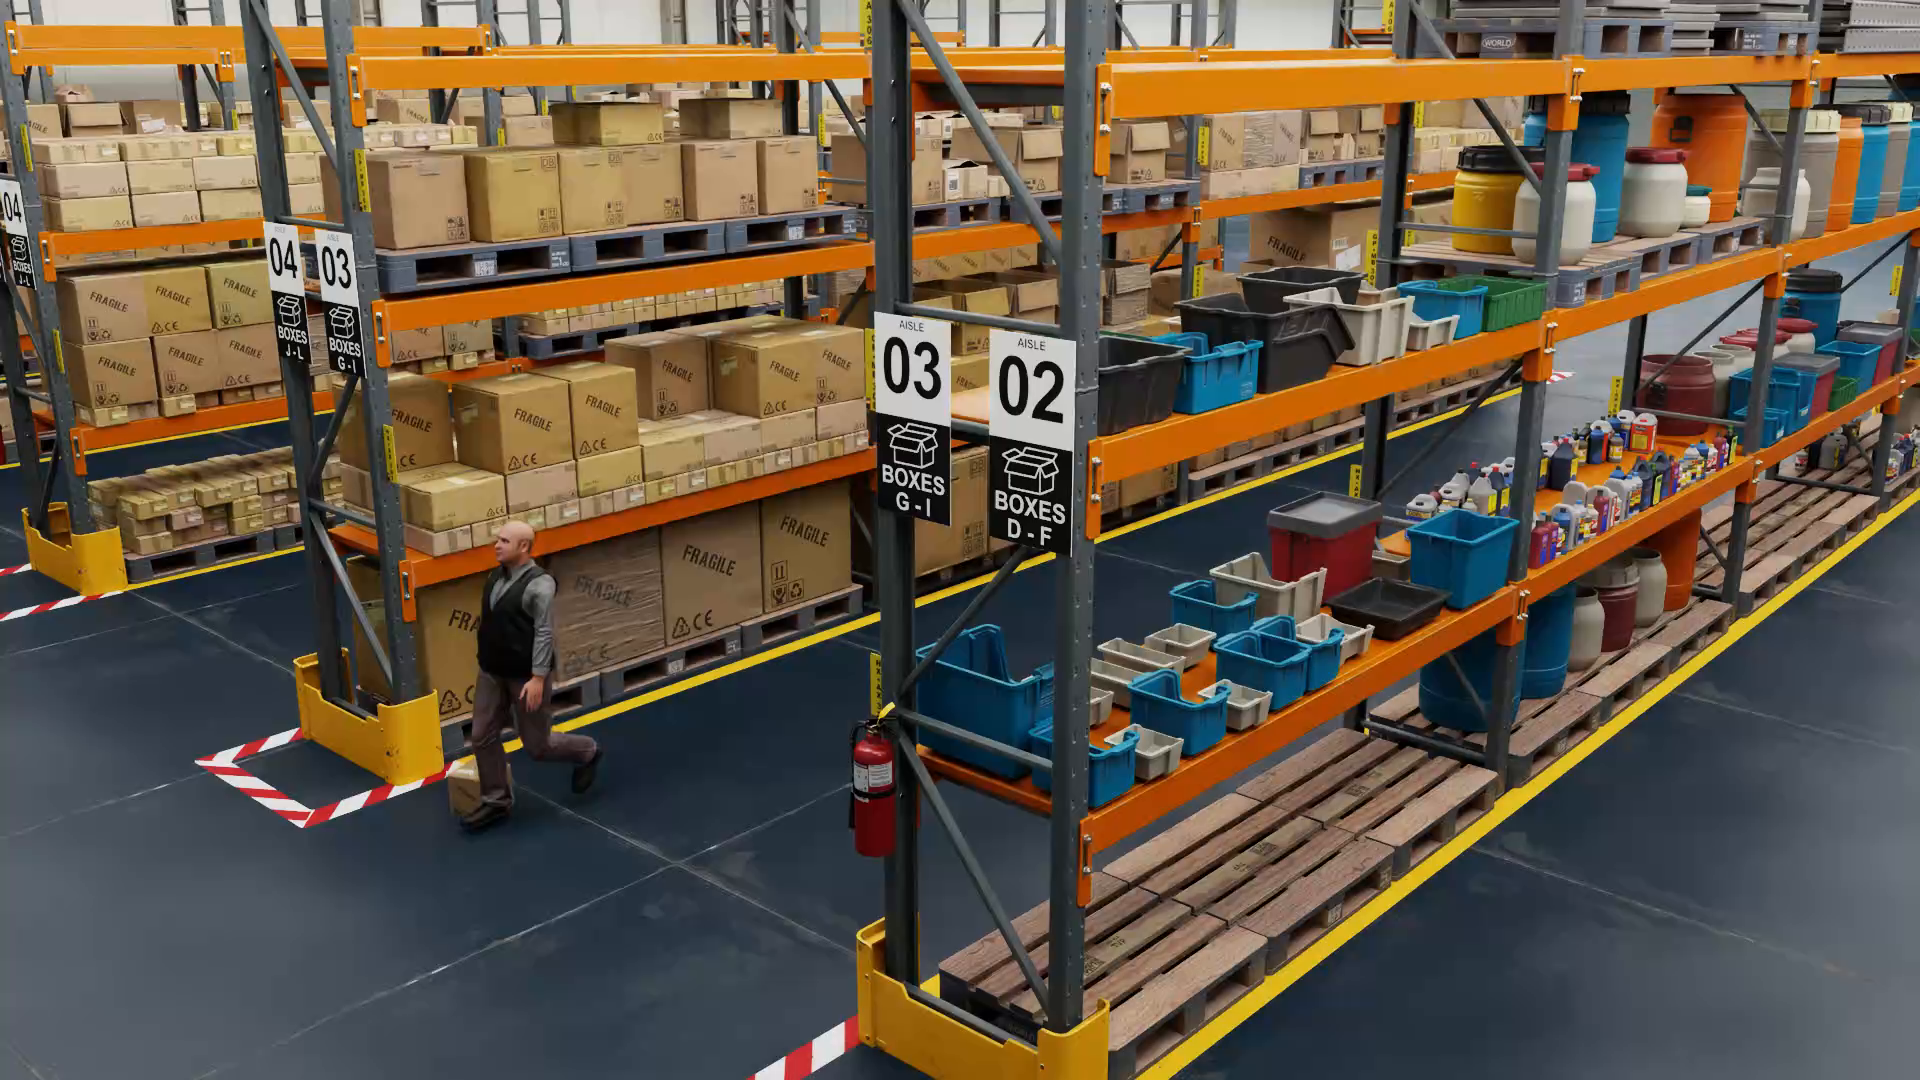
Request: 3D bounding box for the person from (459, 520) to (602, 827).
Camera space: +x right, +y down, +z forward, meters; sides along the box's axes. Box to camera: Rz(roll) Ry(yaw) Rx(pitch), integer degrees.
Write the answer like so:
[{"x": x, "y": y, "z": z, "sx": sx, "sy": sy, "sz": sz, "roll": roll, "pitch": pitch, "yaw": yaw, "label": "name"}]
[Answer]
[{"x": -2.417, "y": 0.719, "z": 9.180, "sx": 0.541, "sy": 1.689, "sz": 0.831, "roll": 11, "pitch": 20, "yaw": 32, "label": "person"}]
